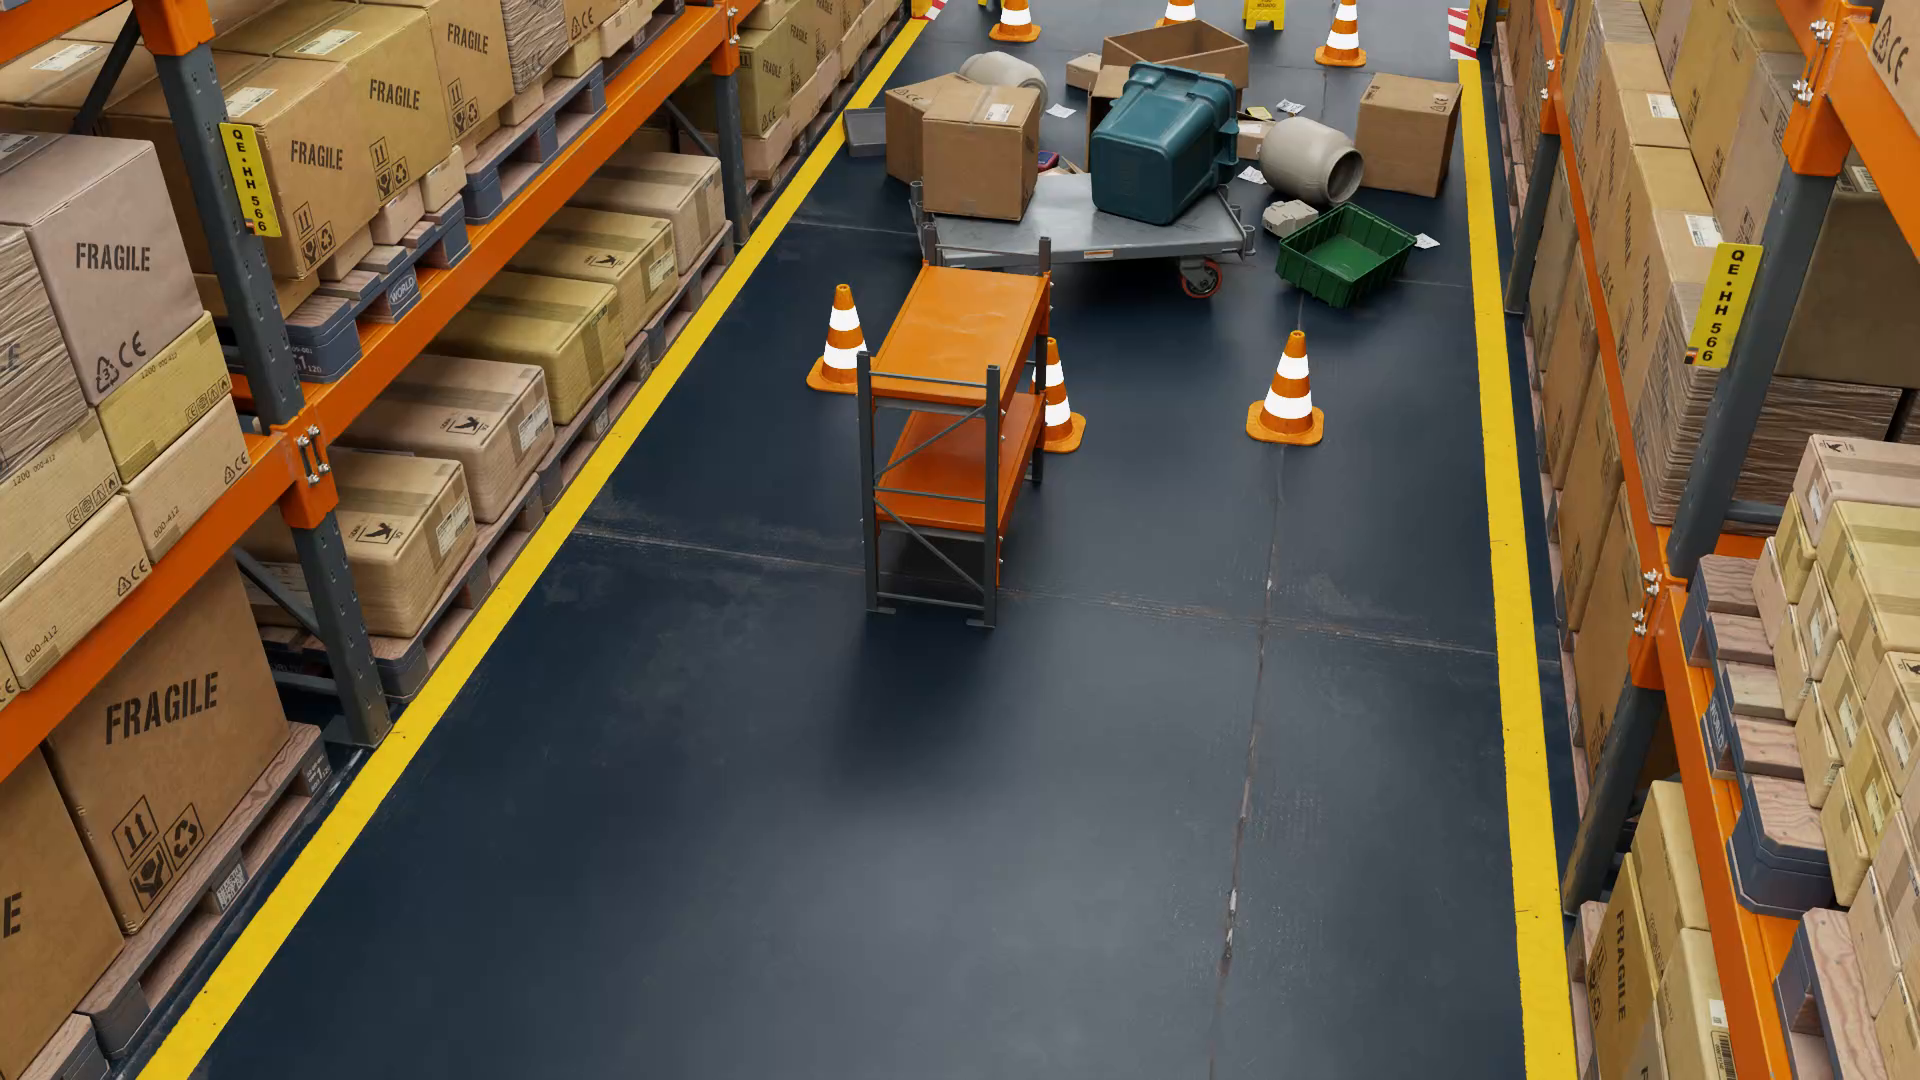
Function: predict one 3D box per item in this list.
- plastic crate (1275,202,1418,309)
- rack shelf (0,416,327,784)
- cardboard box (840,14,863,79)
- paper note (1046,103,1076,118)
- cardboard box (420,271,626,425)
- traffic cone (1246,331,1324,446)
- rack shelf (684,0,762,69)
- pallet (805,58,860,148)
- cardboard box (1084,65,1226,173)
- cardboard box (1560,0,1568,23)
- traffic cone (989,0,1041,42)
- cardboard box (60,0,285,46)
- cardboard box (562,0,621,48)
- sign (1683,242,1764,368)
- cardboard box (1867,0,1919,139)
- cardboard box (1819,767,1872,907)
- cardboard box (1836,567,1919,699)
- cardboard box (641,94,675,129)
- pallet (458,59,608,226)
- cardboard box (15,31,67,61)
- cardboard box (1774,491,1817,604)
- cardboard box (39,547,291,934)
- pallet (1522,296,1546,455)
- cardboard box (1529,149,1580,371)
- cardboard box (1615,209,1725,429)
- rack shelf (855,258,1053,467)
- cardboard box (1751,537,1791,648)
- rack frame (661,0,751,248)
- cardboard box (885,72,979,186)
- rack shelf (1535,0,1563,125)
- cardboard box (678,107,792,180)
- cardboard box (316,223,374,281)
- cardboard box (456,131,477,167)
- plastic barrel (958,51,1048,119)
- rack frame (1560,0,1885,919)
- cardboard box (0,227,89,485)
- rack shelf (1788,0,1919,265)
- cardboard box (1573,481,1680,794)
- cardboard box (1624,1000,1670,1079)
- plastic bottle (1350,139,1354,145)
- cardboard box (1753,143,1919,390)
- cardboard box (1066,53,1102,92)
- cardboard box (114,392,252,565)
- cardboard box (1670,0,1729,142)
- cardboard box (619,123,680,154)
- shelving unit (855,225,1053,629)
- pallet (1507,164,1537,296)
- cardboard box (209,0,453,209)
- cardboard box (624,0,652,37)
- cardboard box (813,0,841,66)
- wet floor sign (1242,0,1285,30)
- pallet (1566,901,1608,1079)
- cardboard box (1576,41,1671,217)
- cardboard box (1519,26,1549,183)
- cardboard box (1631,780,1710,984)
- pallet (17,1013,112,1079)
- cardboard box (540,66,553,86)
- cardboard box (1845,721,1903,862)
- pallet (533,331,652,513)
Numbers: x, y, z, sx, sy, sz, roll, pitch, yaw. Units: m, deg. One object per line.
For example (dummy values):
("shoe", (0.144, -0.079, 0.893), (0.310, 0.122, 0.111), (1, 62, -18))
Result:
("plastic crate", (1.978, -1.463, 8.560), (0.450, 0.188, 0.662), (36, 48, 26))
("rack shelf", (-2.918, 0.854, 3.629), (1.077, 0.370, 4.000), (7, 37, 10))
("cardboard box", (-0.916, -3.133, 10.503), (0.500, 0.250, 0.500), (6, 36, 8))
("paper note", (0.633, -2.704, 10.465), (0.148, 0.019, 0.142), (20, 41, 26))
("cardboard box", (-2.043, -0.871, 7.277), (0.950, 0.372, 0.625), (8, 37, 12))
("traffic cone", (1.459, -0.708, 7.333), (0.336, 0.463, 0.334), (7, 37, 10))
("rack shelf", (-1.209, -3.733, 9.957), (1.077, 0.370, 4.000), (7, 37, 10))
("pallet", (-1.269, -2.839, 10.488), (1.003, 0.211, 1.213), (7, 37, 10))
("cardboard box", (1.125, -2.353, 9.452), (0.797, 0.637, 0.503), (7, 37, 10))
("cardboard box", (3.288, -2.589, 7.638), (0.875, 0.550, 0.550), (7, 37, 10))
("traffic cone", (0.386, -3.735, 11.509), (0.336, 0.463, 0.334), (7, 37, 10))
("cardboard box", (-2.565, -1.508, 5.579), (0.500, 0.500, 0.500), (7, 36, 9))
("cardboard box", (-1.732, -2.335, 6.719), (0.500, 0.500, 0.500), (9, 37, 12))
("sign", (1.824, -0.558, 3.977), (0.100, 0.325, 0.005), (7, 37, 10))
("cardboard box", (1.985, -0.983, 2.908), (0.500, 0.500, 0.500), (7, 37, 10))
("cardboard box", (1.903, 0.605, 3.216), (0.380, 0.149, 0.250), (9, 37, 12))
("cardboard box", (1.967, 0.204, 3.261), (0.380, 0.149, 0.250), (7, 37, 10))
("cardboard box", (-1.772, -2.611, 9.142), (0.500, 0.500, 0.500), (7, 36, 9))
("pallet", (-2.108, -1.647, 6.629), (1.003, 0.211, 1.213), (7, 37, 10))
("cardboard box", (-5.966, -3.083, 10.433), (0.500, 0.250, 0.500), (7, 36, 9))
("cardboard box", (2.067, 0.041, 3.739), (0.380, 0.149, 0.250), (9, 37, 12))
("cardboard box", (-2.719, 0.492, 4.968), (0.875, 0.875, 0.875), (7, 37, 10))
("pallet", (3.130, -0.734, 7.583), (1.003, 0.211, 1.213), (7, 37, 10))
("cardboard box", (3.176, -1.207, 7.418), (1.050, 0.750, 0.750), (7, 37, 10))
("cardboard box", (2.308, -0.640, 4.991), (0.500, 0.500, 0.500), (7, 37, 10))
("rack shelf", (-0.001, -0.689, 6.243), (0.538, 0.278, 1.000), (7, 37, 10))
("cardboard box", (2.074, 0.141, 3.855), (0.380, 0.149, 0.250), (7, 36, 9))
("rack frame", (-1.636, -2.877, 8.164), (1.000, 3.000, 0.127), (7, 37, 10))
("cardboard box", (-0.078, -2.310, 9.509), (0.500, 0.500, 0.500), (-24, 42, -30))
("rack shelf", (3.648, -3.170, 9.181), (1.077, 0.370, 4.000), (7, 37, 10))
("cardboard box", (-1.246, -2.238, 9.268), (0.500, 0.250, 0.500), (6, 36, 8))
("cardboard box", (-2.146, -0.973, 5.393), (0.380, 0.149, 0.250), (5, 36, 7))
("cardboard box", (-1.989, -1.428, 6.020), (0.380, 0.149, 0.250), (9, 37, 13))
("plastic barrel", (0.256, -2.753, 10.188), (0.421, 0.421, 0.512), (-24, 42, -30))
("rack frame", (2.367, -0.022, 4.224), (1.000, 3.000, 0.127), (7, 37, 10))
("cardboard box", (-2.447, -0.405, 3.816), (0.500, 0.500, 0.500), (8, 37, 11))
("rack shelf", (1.940, 0.202, 1.973), (1.077, 0.370, 4.000), (7, 37, 10))
("cardboard box", (2.585, 0.381, 5.227), (1.050, 0.750, 0.750), (7, 36, 9))
("cardboard box", (1.862, 1.483, 3.920), (0.500, 0.500, 0.500), (8, 37, 11))
("plastic bottle", (2.215, -2.336, 9.921), (0.283, 0.061, 0.133), (-5, 36, -6))
("cardboard box", (2.472, -0.723, 4.254), (0.700, 0.500, 0.500), (7, 37, 10))
("cardboard box", (0.912, -3.012, 10.779), (0.380, 0.149, 0.250), (28, 44, 33))
("cardboard box", (-2.345, -0.201, 4.599), (0.500, 0.250, 0.500), (6, 36, 8))
("cardboard box", (2.795, -1.601, 5.465), (0.700, 0.500, 0.500), (7, 37, 10))
("cardboard box", (-1.773, -2.307, 9.362), (0.500, 0.250, 0.500), (9, 37, 12))
("shelving unit", (-0.001, -0.452, 6.415), (0.538, 1.125, 1.048), (7, 37, 10))
("pallet", (3.460, -1.612, 8.794), (1.003, 0.211, 1.213), (7, 37, 10))
("cardboard box", (-2.064, -1.444, 5.489), (0.500, 0.500, 0.500), (9, 37, 12))
("cardboard box", (-1.570, -2.315, 7.244), (0.380, 0.149, 0.250), (7, 36, 9))
("cardboard box", (-1.031, -3.148, 9.883), (0.500, 0.500, 0.500), (9, 37, 12))
("wet floor sign", (2.147, -3.920, 11.608), (0.267, 0.644, 0.232), (1, 36, 2))
("pallet", (2.198, 1.555, 4.424), (1.003, 0.211, 1.213), (7, 37, 10))
("cardboard box", (2.629, -1.512, 6.194), (0.500, 0.500, 0.500), (7, 37, 10))
("cardboard box", (3.613, -2.494, 9.087), (0.875, 0.875, 0.875), (8, 37, 10))
("cardboard box", (1.983, 0.882, 4.110), (0.500, 0.250, 0.500), (6, 36, 8))
("pallet", (-2.995, 1.685, 4.246), (1.003, 0.211, 1.213), (7, 37, 10))
("cardboard box", (-1.865, -1.895, 6.665), (0.380, 0.149, 0.250), (6, 36, 8))
("cardboard box", (1.904, 0.495, 3.113), (0.380, 0.149, 0.250), (7, 37, 10))
("pallet", (-2.060, -0.600, 7.398), (1.003, 0.211, 1.213), (7, 37, 10))
